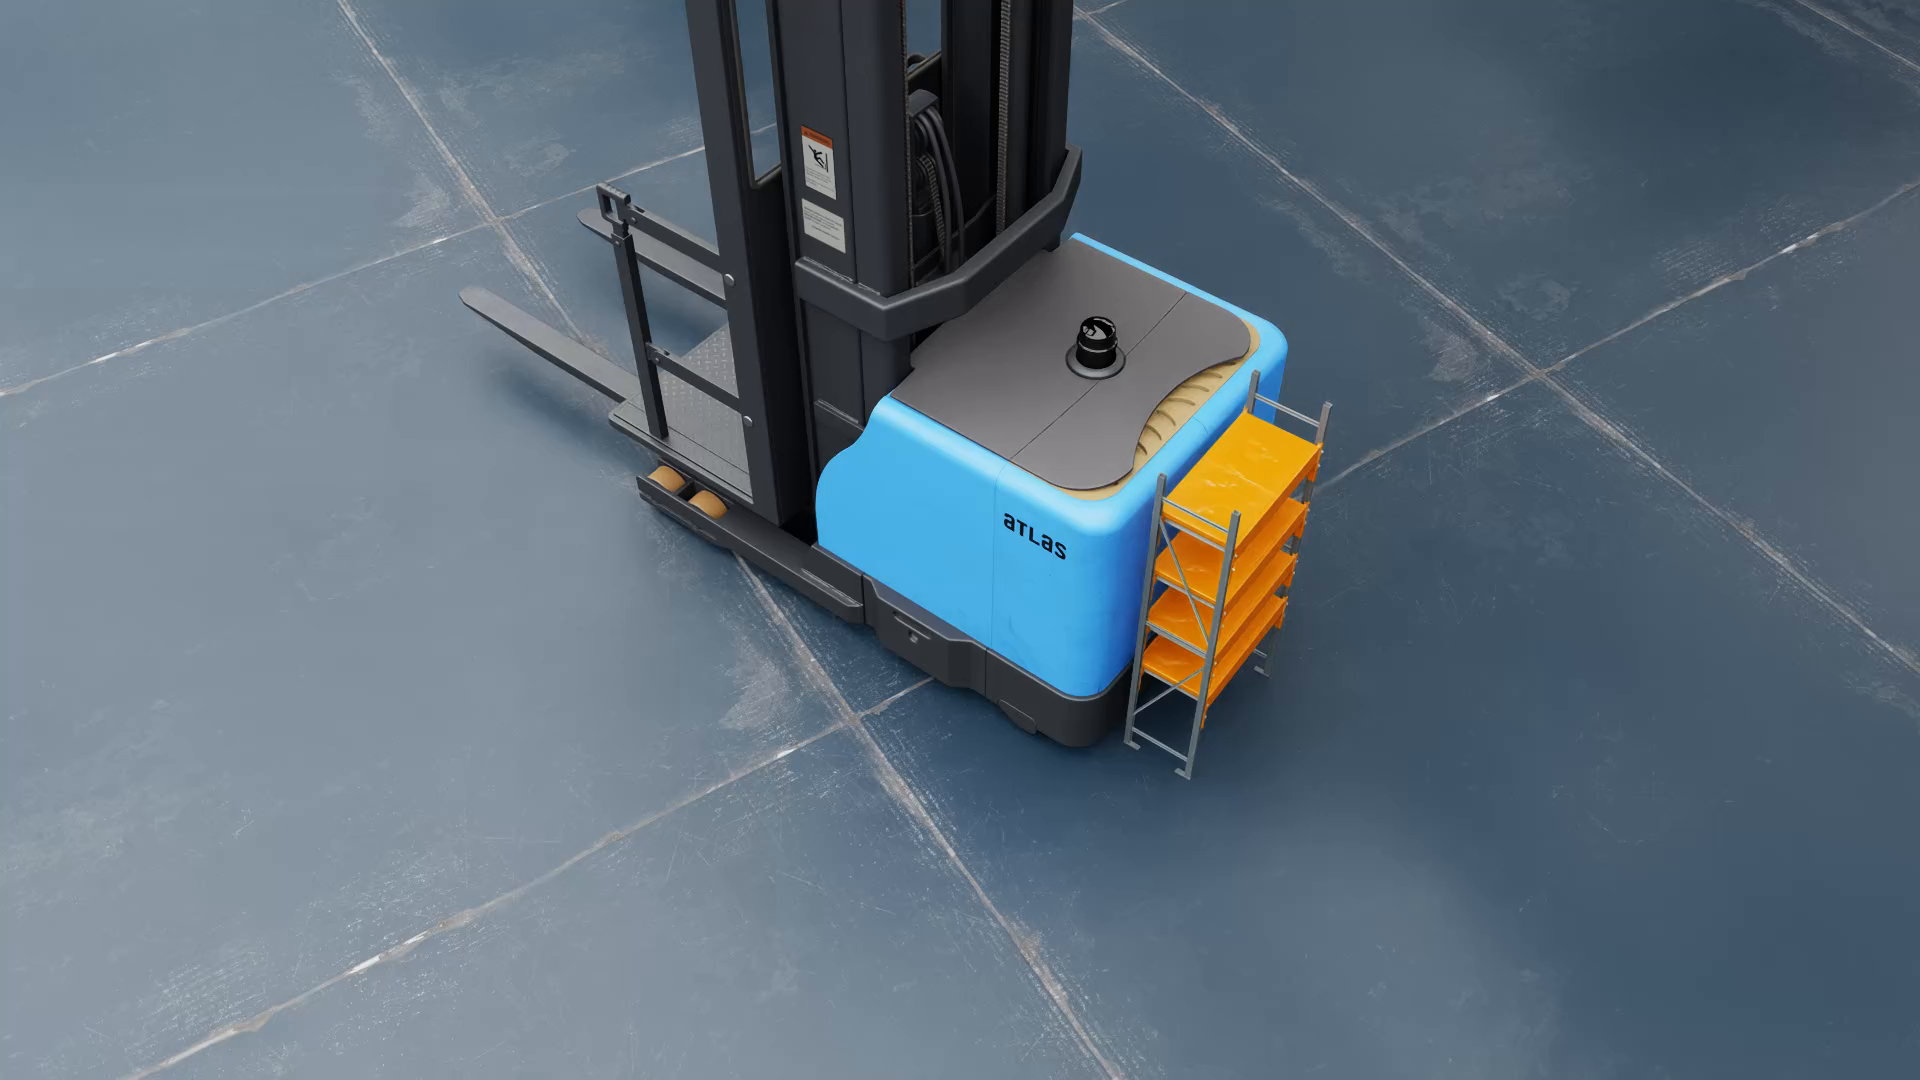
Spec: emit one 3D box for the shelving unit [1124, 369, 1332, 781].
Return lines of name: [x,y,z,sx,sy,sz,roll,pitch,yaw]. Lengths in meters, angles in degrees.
shelving unit: [0.756,0.134,4.828,0.258,1.200,0.503,29,54,23]

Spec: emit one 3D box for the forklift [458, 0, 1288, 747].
forklift: [-0.497,-1.262,4.912,3.031,2.935,1.130,30,55,24]

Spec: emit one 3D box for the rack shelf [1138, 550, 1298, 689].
rack shelf: [0.756,0.178,4.878,0.258,0.148,0.480,29,54,23]

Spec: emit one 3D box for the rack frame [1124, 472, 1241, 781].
rack frame: [0.611,0.281,4.697,0.240,1.200,0.015,29,54,23]

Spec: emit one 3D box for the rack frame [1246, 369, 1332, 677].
rack frame: [0.900,-0.013,4.958,0.240,1.200,0.015,29,54,23]

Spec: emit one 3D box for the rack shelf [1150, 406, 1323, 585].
rack shelf: [0.756,-0.128,4.534,0.258,0.148,0.480,29,54,23]

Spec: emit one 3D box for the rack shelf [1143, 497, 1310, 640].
rack shelf: [0.756,0.030,4.711,0.258,0.148,0.480,29,54,23]

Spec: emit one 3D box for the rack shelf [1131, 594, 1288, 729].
rack shelf: [0.756,0.310,5.026,0.258,0.148,0.480,29,54,23]
